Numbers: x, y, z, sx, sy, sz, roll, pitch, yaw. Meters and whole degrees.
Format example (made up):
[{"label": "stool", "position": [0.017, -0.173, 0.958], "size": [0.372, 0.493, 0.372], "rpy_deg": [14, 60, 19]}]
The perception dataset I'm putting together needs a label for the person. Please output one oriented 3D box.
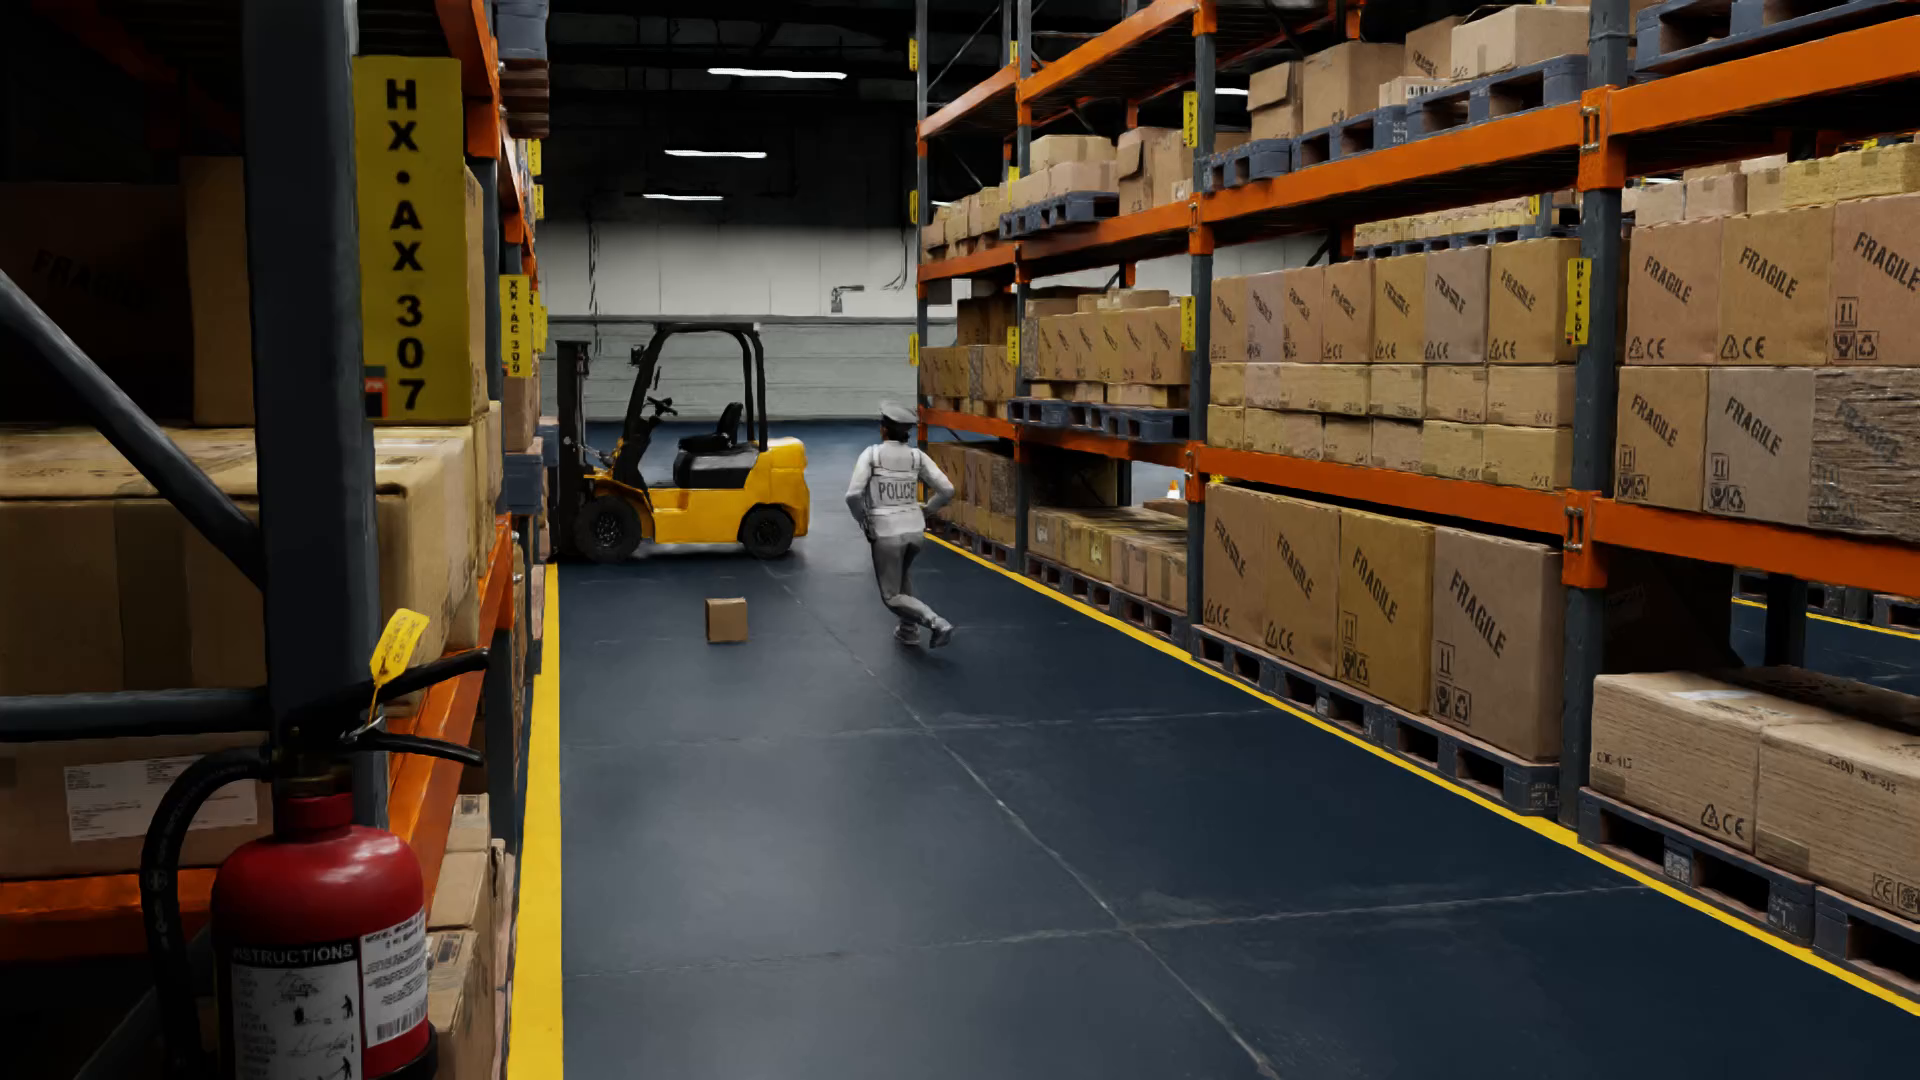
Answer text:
[{"label": "person", "position": [-0.387, -0.078, 10.186], "size": [0.685, 1.562, 0.919], "rpy_deg": [-4, 8, -34]}]
